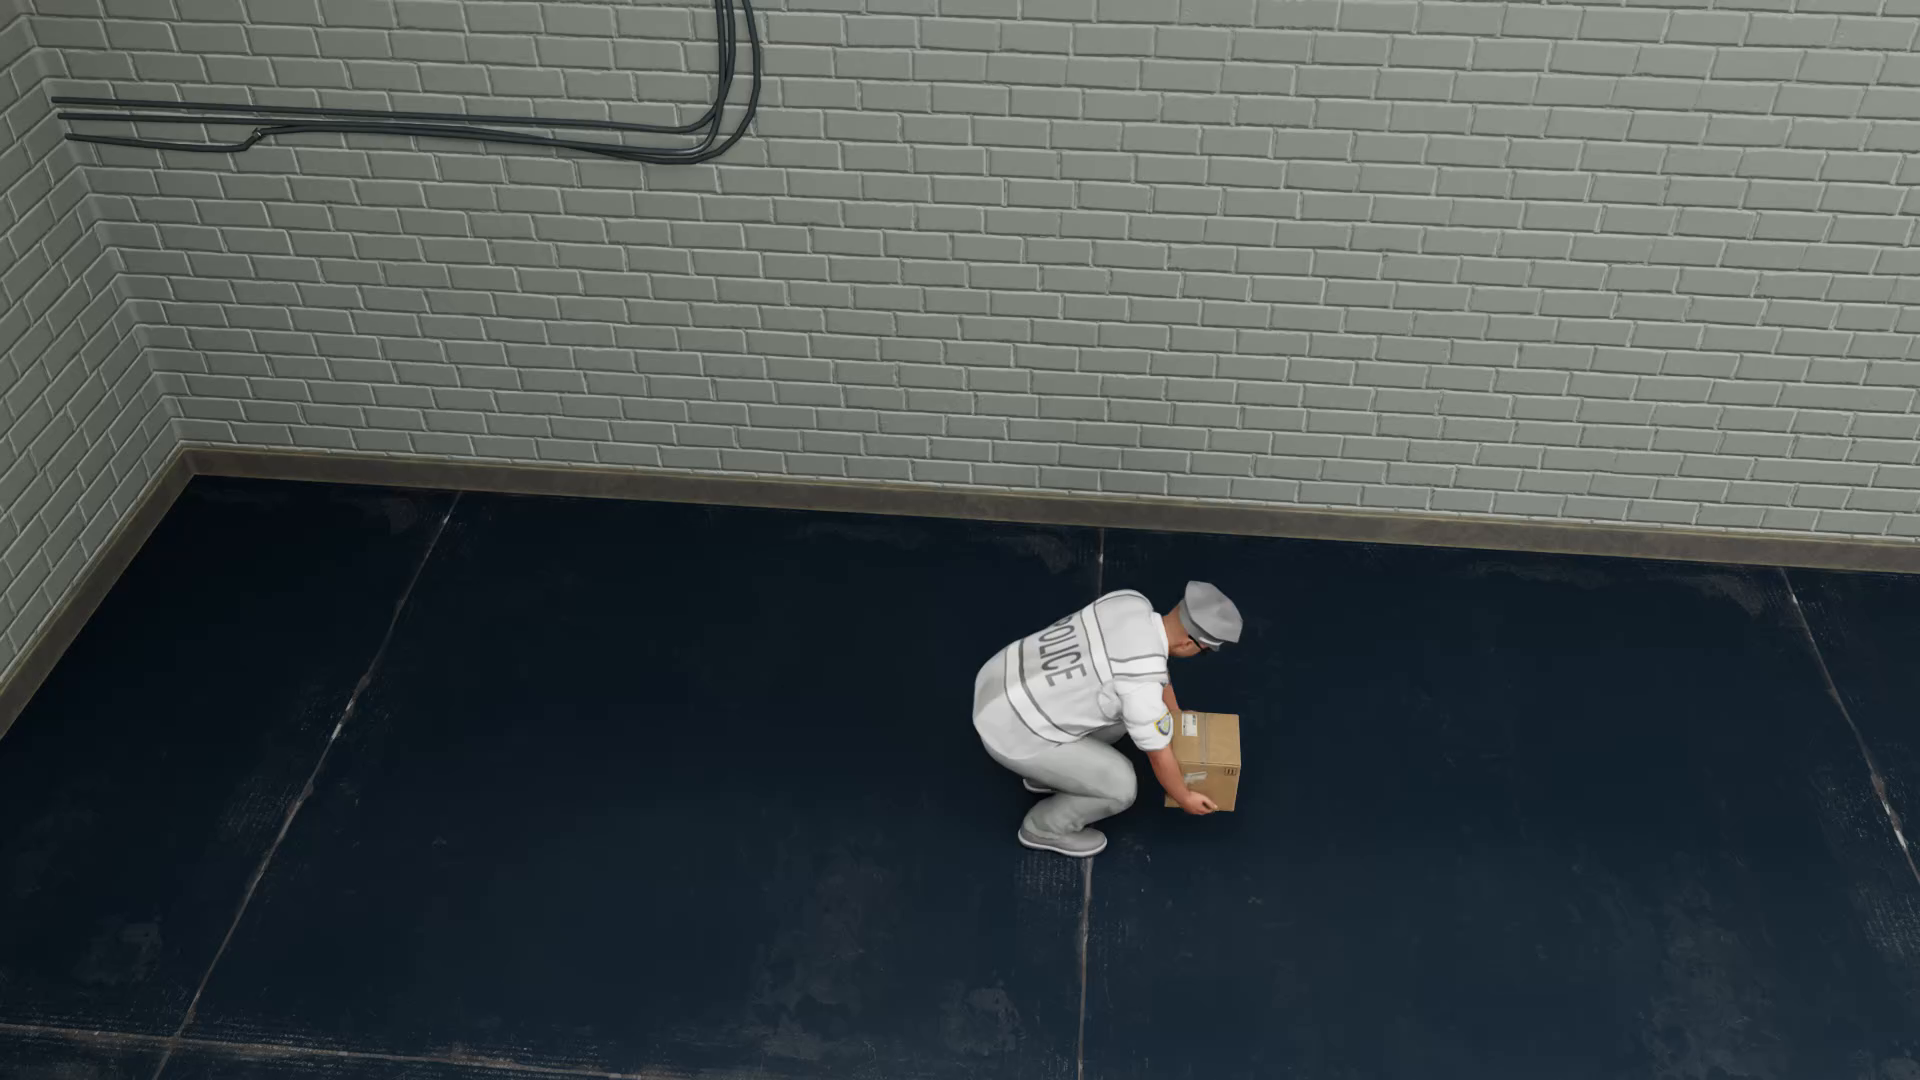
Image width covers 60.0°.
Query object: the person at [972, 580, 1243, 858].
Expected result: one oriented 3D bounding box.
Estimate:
[{"bbox_3d":[0.508,0.605,5.953,0.917,1.082,0.573,3,40,4],"label":"person"}]
